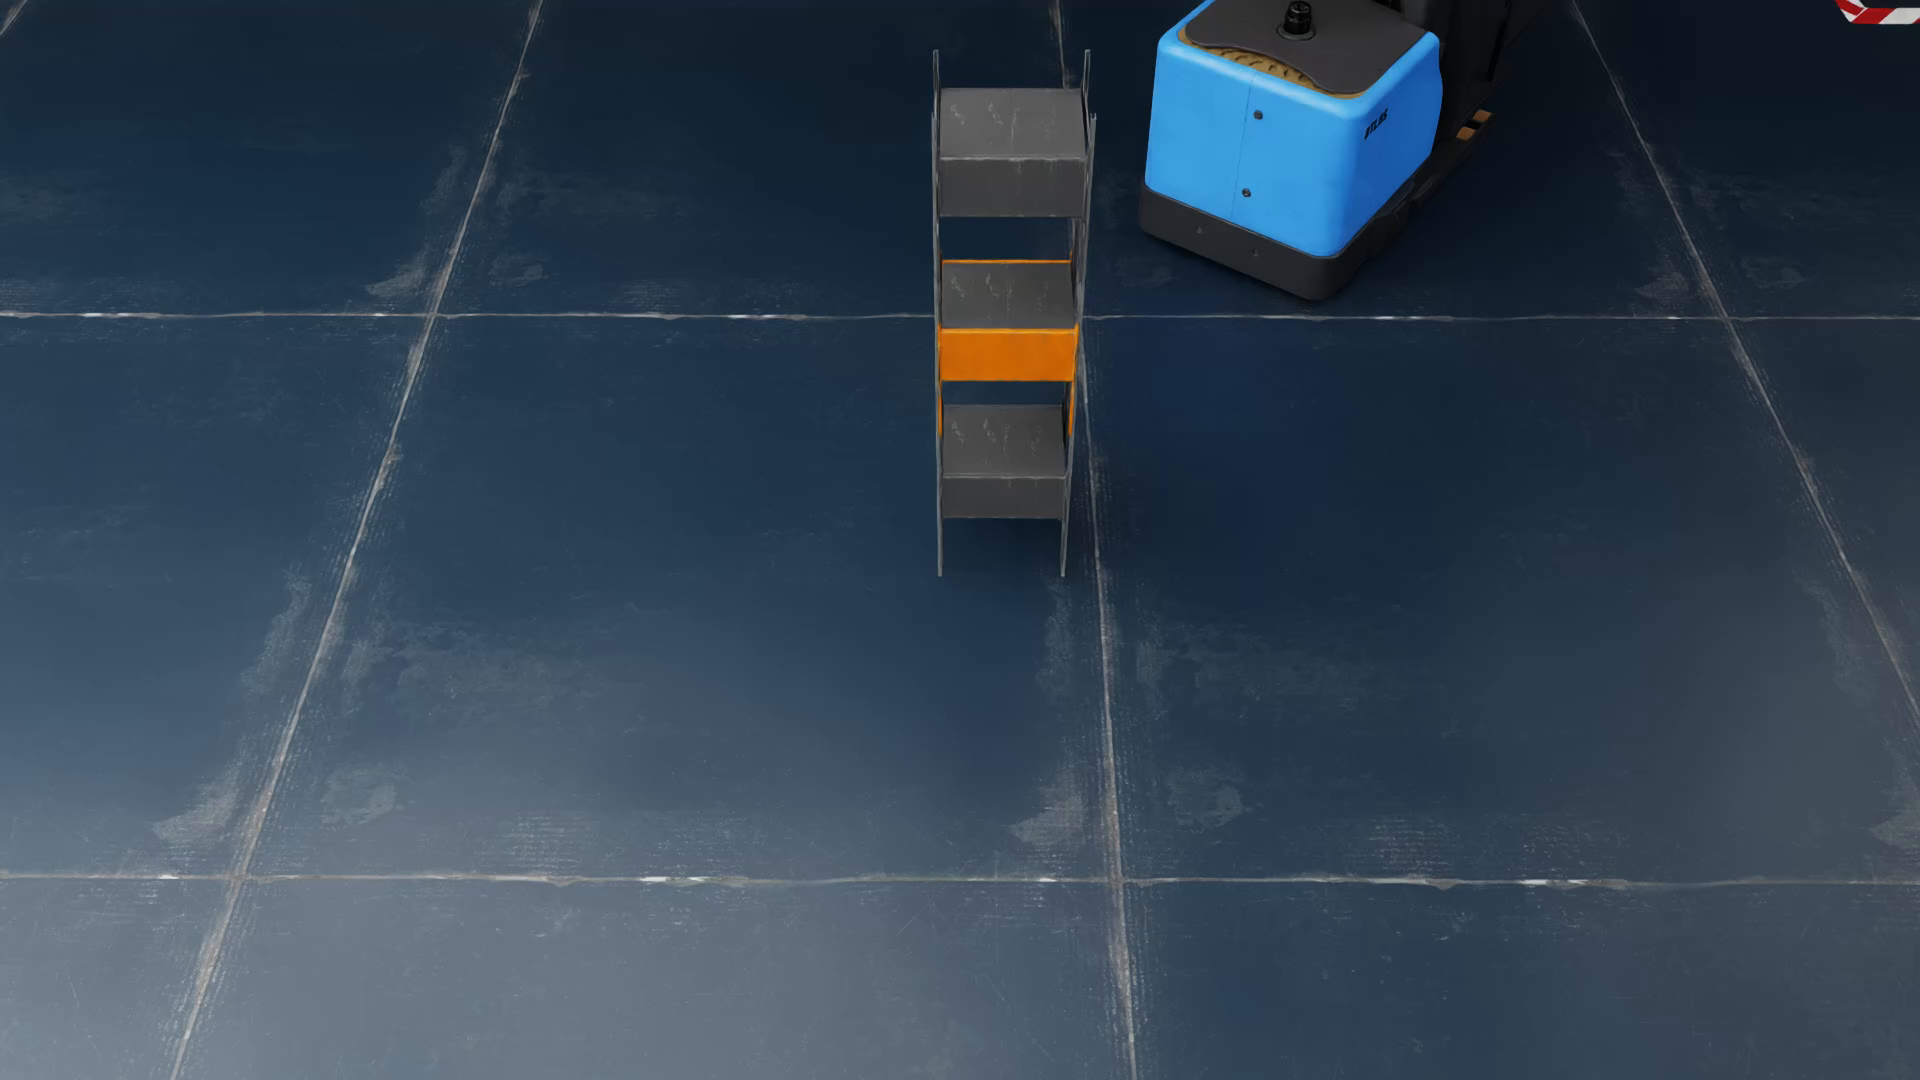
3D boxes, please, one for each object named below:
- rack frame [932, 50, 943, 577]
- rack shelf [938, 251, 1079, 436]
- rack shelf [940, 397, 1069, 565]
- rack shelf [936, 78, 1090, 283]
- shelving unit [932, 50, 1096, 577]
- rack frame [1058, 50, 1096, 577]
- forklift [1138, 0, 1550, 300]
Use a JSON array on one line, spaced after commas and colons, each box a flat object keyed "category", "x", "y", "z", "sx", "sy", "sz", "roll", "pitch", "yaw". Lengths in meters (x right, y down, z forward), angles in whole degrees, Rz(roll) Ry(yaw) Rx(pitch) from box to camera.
[{"category": "rack frame", "x": -0.078, "y": -0.716, "z": 5.982, "sx": 0.015, "sy": 2.100, "sz": 0.400, "roll": 0, "pitch": 47, "yaw": 0}, {"category": "rack shelf", "x": 0.166, "y": -0.706, "z": 5.991, "sx": 0.480, "sy": 0.518, "sz": 0.431, "roll": 0, "pitch": 47, "yaw": 0}, {"category": "rack shelf", "x": 0.166, "y": -0.229, "z": 6.503, "sx": 0.480, "sy": 0.518, "sz": 0.431, "roll": 0, "pitch": 47, "yaw": 0}, {"category": "rack shelf", "x": 0.166, "y": -1.183, "z": 5.479, "sx": 0.480, "sy": 0.518, "sz": 0.431, "roll": 0, "pitch": 47, "yaw": 0}, {"category": "shelving unit", "x": 0.166, "y": -0.715, "z": 5.981, "sx": 0.503, "sy": 2.100, "sz": 0.431, "roll": 0, "pitch": 47, "yaw": 0}, {"category": "rack frame", "x": 0.410, "y": -0.714, "z": 5.980, "sx": 0.015, "sy": 2.100, "sz": 0.400, "roll": 0, "pitch": 47, "yaw": 0}, {"category": "forklift", "x": 2.137, "y": -3.147, "z": 7.677, "sx": 1.130, "sy": 2.935, "sz": 3.031, "roll": 28, "pitch": 53, "yaw": 24}]
